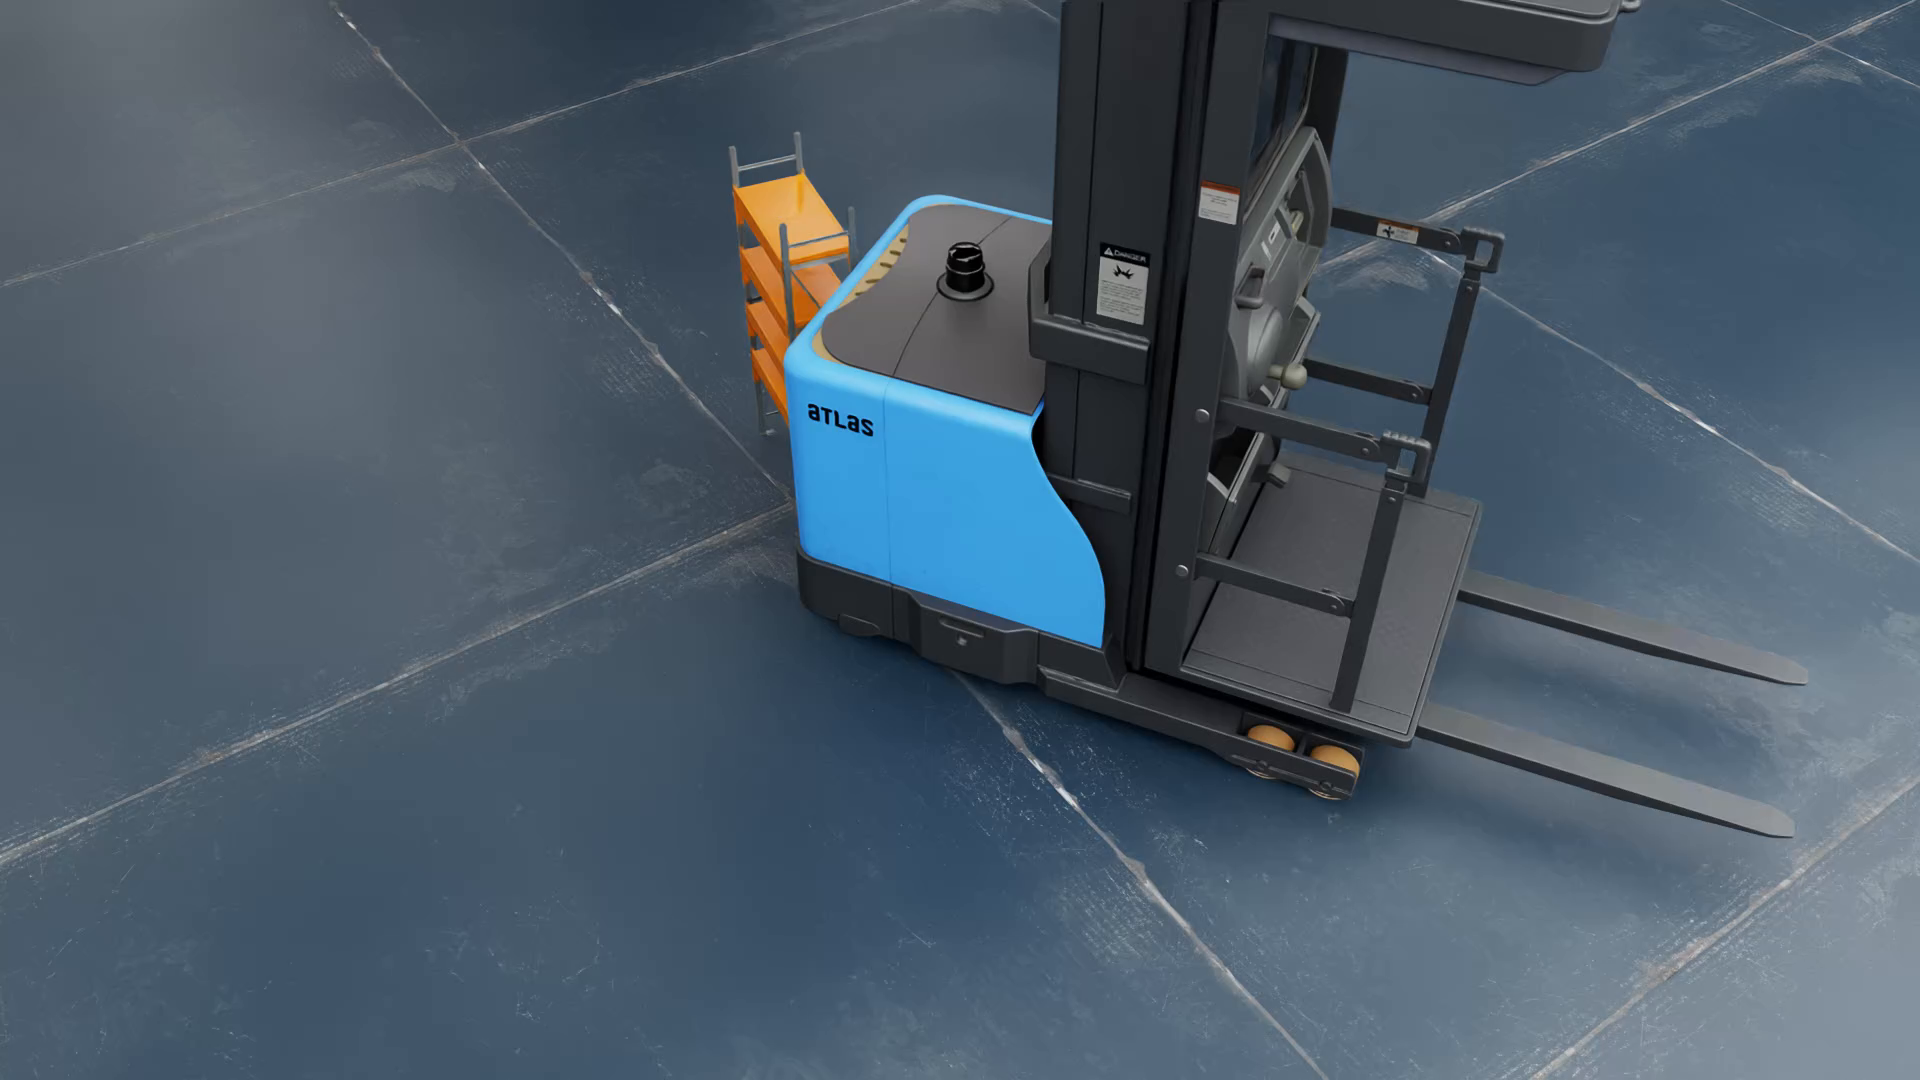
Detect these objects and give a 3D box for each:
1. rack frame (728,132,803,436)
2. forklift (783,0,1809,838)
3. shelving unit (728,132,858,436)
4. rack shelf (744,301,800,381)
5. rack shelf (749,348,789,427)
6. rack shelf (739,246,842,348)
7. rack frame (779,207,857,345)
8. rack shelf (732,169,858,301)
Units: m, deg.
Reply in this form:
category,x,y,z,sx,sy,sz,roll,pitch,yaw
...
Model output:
category,x,y,z,sx,sy,sz,roll,pitch,yaw
rack frame,-0.630,-0.855,5.777,0.240,1.200,0.015,-17,46,-17
forklift,1.039,-0.710,4.371,3.031,2.935,1.130,17,46,17
shelving unit,-0.532,-0.701,5.615,0.258,1.200,0.503,-17,46,-17
rack shelf,-0.532,-0.652,5.662,0.258,0.148,0.480,-17,46,-17
rack shelf,-0.532,-0.509,5.799,0.258,0.148,0.480,-17,46,-17
rack shelf,-0.532,-0.814,5.507,0.258,0.148,0.480,-17,46,-17
rack frame,-0.434,-0.547,5.454,0.240,1.200,0.015,-17,46,-17
rack shelf,-0.532,-0.985,5.344,0.258,0.148,0.480,-17,46,-17
